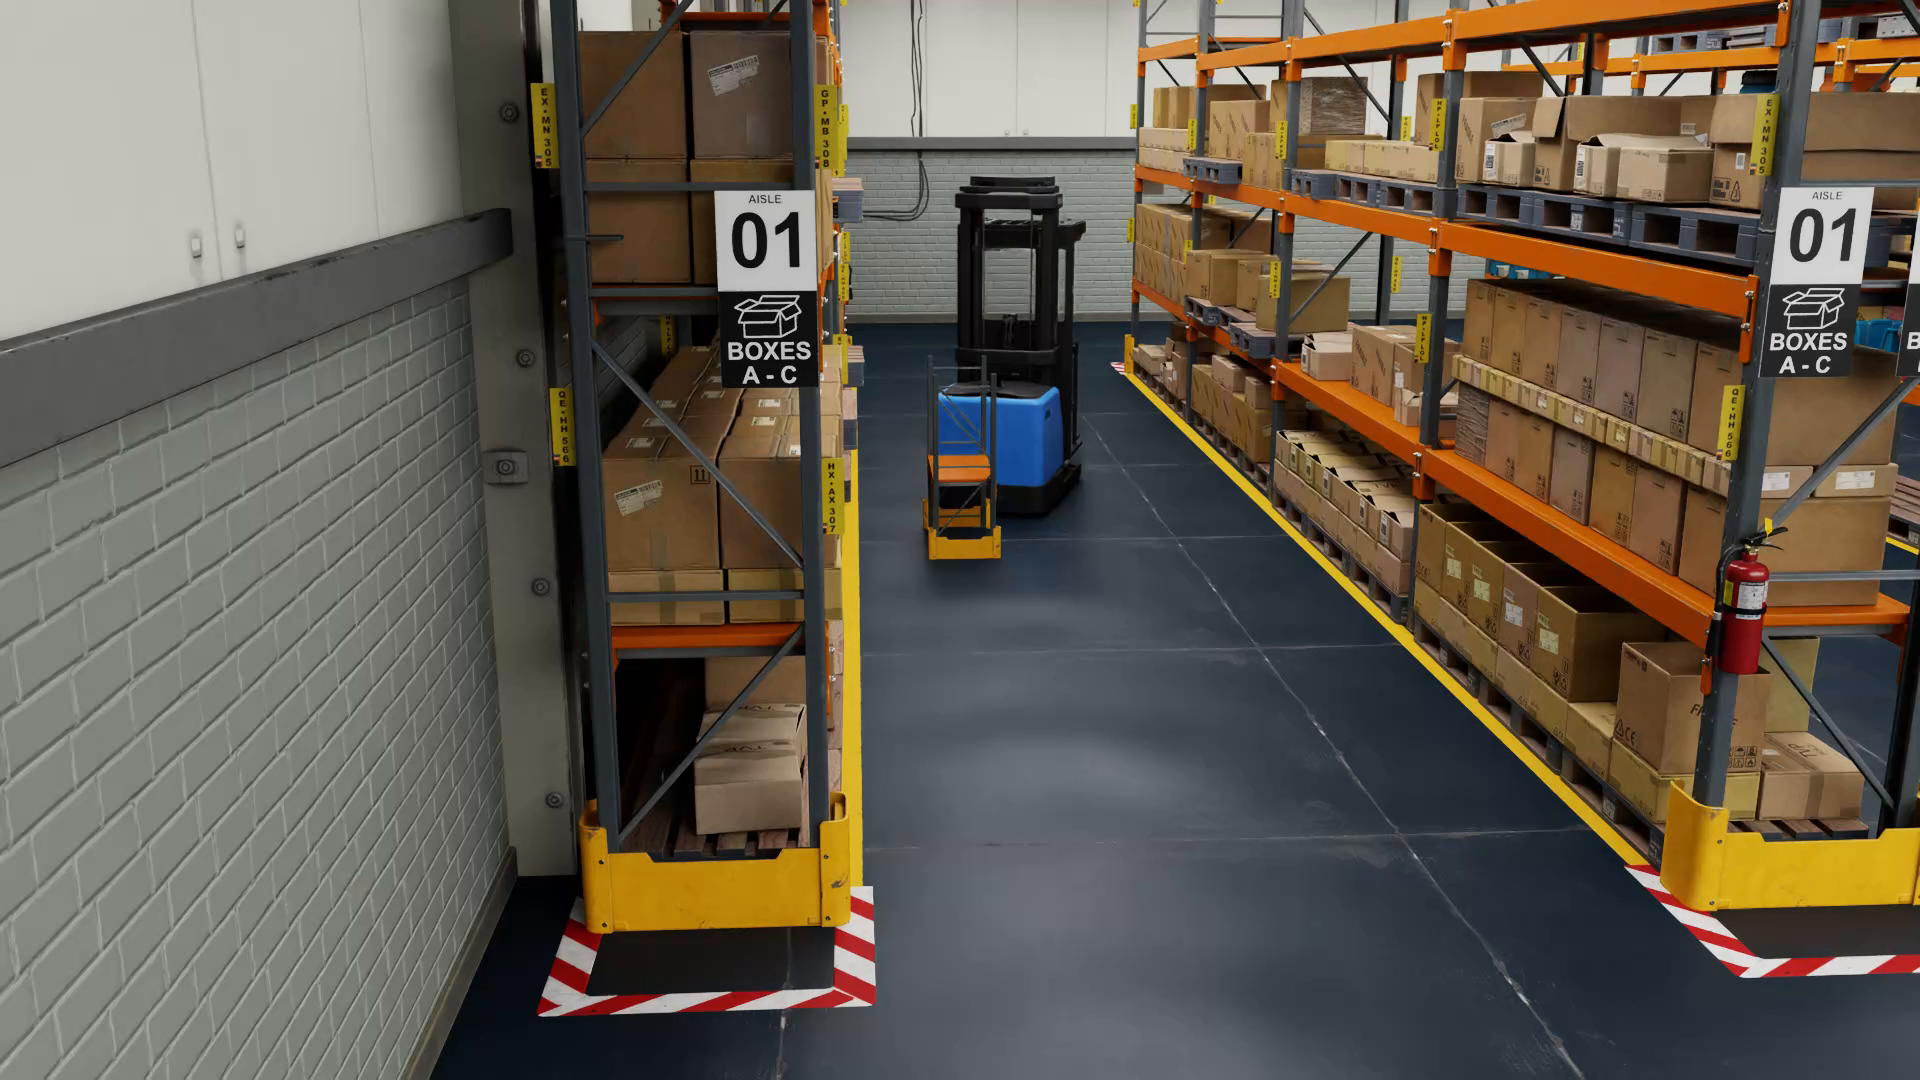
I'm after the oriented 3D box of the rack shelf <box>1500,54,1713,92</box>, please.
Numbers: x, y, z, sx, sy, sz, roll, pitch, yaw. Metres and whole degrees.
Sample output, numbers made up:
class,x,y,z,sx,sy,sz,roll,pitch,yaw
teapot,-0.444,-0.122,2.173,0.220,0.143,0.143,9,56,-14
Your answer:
class,x,y,z,sx,sy,sz,roll,pitch,yaw
rack shelf,7.943,-5.754,20.575,1.077,0.370,4.000,-1,14,-3

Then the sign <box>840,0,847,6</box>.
class,x,y,z,sx,sy,sz,roll,pitch,yaw
sign,-1.526,-7.136,21.667,0.100,0.325,0.005,-1,14,-3

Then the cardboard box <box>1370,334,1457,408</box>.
class,x,y,z,sx,sy,sz,roll,pitch,yaw
cardboard box,3.524,-1.323,12.948,0.500,0.500,0.500,-1,14,-3

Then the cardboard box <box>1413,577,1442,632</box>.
class,x,y,z,sx,sy,sz,roll,pitch,yaw
cardboard box,3.345,0.420,11.048,0.500,0.250,0.500,-1,14,-3

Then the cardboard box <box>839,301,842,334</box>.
class,x,y,z,sx,sy,sz,roll,pitch,yaw
cardboard box,-1.348,-2.072,15.222,0.500,0.500,0.500,0,14,-2

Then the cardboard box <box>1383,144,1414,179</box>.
class,x,y,z,sx,sy,sz,roll,pitch,yaw
cardboard box,3.562,-2.888,12.668,0.500,0.250,0.500,-2,15,-8

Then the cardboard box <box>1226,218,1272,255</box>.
class,x,y,z,sx,sy,sz,roll,pitch,yaw
cardboard box,3.375,-3.472,19.292,0.500,0.500,0.500,-1,14,-2

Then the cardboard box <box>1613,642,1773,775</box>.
class,x,y,z,sx,sy,sz,roll,pitch,yaw
cardboard box,3.537,0.803,8.055,0.500,0.500,0.500,-1,14,-3

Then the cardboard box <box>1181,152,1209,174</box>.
class,x,y,z,sx,sy,sz,roll,pitch,yaw
cardboard box,2.828,-4.314,19.056,0.500,0.250,0.500,-1,14,-3

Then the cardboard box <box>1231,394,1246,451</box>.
class,x,y,z,sx,sy,sz,roll,pitch,yaw
cardboard box,3.047,-1.183,16.737,0.500,0.500,0.500,-1,14,-5

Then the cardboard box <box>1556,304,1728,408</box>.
class,x,y,z,sx,sy,sz,roll,pitch,yaw
cardboard box,3.746,-1.020,9.166,0.700,0.500,0.500,-1,14,-3

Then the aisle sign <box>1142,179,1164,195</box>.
class,x,y,z,sx,sy,sz,roll,pitch,yaw
aisle sign,2.578,-5.084,22.547,0.394,0.787,0.004,-1,14,-3

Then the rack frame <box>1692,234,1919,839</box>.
class,x,y,z,sx,sy,sz,roll,pitch,yaw
rack frame,3.867,0.167,7.357,1.000,3.000,0.127,-1,14,-3

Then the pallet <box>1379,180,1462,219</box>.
class,x,y,z,sx,sy,sz,roll,pitch,yaw
pallet,3.551,-2.407,11.726,0.805,0.209,1.217,-1,15,-6

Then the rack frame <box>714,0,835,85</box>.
class,x,y,z,sx,sy,sz,roll,pitch,yaw
rack frame,-1.573,-4.651,14.042,1.000,3.000,0.127,-1,14,-3

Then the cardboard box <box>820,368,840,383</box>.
class,x,y,z,sx,sy,sz,roll,pitch,yaw
cardboard box,-0.930,-0.688,9.438,0.500,0.500,0.500,-1,14,-5

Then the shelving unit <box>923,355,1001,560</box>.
class,x,y,z,sx,sy,sz,roll,pitch,yaw
shelving unit,0.005,-0.707,13.766,0.587,1.500,1.083,-1,14,-3

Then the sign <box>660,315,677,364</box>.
class,x,y,z,sx,sy,sz,roll,pitch,yaw
sign,-1.879,-1.302,10.742,0.100,0.325,0.005,-1,14,-3

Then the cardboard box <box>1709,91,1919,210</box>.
class,x,y,z,sx,sy,sz,roll,pitch,yaw
cardboard box,3.835,-1.750,7.457,0.797,0.503,0.637,0,14,0

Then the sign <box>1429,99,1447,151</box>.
class,x,y,z,sx,sy,sz,roll,pitch,yaw
sign,3.078,-2.672,10.704,0.100,0.325,0.005,-1,14,-3

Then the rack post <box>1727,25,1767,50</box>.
class,x,y,z,sx,sy,sz,roll,pitch,yaw
rack post,8.320,-5.055,16.616,0.937,0.300,0.954,1,14,3

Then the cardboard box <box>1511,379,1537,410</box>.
class,x,y,z,sx,sy,sz,roll,pitch,yaw
cardboard box,3.507,-0.866,9.872,0.380,0.149,0.250,-1,14,-5

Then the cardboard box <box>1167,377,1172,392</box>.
class,x,y,z,sx,sy,sz,roll,pitch,yaw
cardboard box,2.722,-1.879,20.150,0.380,0.149,0.250,-1,14,-3

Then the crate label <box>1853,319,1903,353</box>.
class,x,y,z,sx,sy,sz,roll,pitch,yaw
crate label,8.107,-1.664,14.403,0.502,0.435,0.616,-1,14,-3

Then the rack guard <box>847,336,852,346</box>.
class,x,y,z,sx,sy,sz,roll,pitch,yaw
rack guard,-2.070,-2.530,22.857,1.175,0.500,0.348,-1,14,-3

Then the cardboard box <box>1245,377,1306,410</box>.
class,x,y,z,sx,sy,sz,roll,pitch,yaw
cardboard box,3.071,-1.431,16.198,0.500,0.250,0.500,0,14,-1

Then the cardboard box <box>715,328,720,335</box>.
class,x,y,z,sx,sy,sz,roll,pitch,yaw
cardboard box,-1.350,-1.278,11.890,0.700,0.500,0.500,1,14,2

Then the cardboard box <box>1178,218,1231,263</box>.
class,x,y,z,sx,sy,sz,roll,pitch,yaw
cardboard box,2.834,-3.472,19.293,0.500,0.500,0.500,-1,14,-3

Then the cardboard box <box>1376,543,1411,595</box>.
class,x,y,z,sx,sy,sz,roll,pitch,yaw
cardboard box,3.304,0.202,11.898,0.500,0.250,0.500,-1,14,-4

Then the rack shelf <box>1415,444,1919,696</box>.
class,x,y,z,sx,sy,sz,roll,pitch,yaw
rack shelf,3.743,0.018,9.380,1.077,0.370,4.000,-1,14,-3

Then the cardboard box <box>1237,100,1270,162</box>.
class,x,y,z,sx,sy,sz,roll,pitch,yaw
cardboard box,3.166,-4.112,16.725,0.600,0.600,0.600,-1,15,-6

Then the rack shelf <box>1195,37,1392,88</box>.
class,x,y,z,sx,sy,sz,roll,pitch,yaw
rack shelf,3.247,-4.683,16.415,1.077,0.370,4.000,-1,14,-3

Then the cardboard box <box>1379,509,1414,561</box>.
class,x,y,z,sx,sy,sz,roll,pitch,yaw
cardboard box,3.308,-0.067,11.819,0.500,0.311,0.500,-1,14,-3

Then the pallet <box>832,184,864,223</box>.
class,x,y,z,sx,sy,sz,roll,pitch,yaw
pallet,-1.257,-2.267,11.176,1.213,0.211,1.003,-1,14,-3

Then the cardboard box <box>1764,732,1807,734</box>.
class,x,y,z,sx,sy,sz,roll,pitch,yaw
cardboard box,4.021,1.034,8.663,0.500,0.250,0.500,-1,14,-3

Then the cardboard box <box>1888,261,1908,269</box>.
class,x,y,z,sx,sy,sz,roll,pitch,yaw
cardboard box,12.590,-3.658,21.927,0.500,0.250,0.500,-1,14,-5

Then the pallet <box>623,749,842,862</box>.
class,x,y,z,sx,sy,sz,roll,pitch,yaw
pallet,-1.097,1.373,8.265,1.003,0.211,1.213,-1,14,-3

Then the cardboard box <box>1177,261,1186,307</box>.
class,x,y,z,sx,sy,sz,roll,pitch,yaw
cardboard box,2.836,-2.986,19.412,0.500,0.500,0.500,-1,14,-3

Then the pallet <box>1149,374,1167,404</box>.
class,x,y,z,sx,sy,sz,roll,pitch,yaw
pallet,3.003,-1.942,21.150,1.003,0.211,1.213,-1,14,-3

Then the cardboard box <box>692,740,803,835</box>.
class,x,y,z,sx,sy,sz,roll,pitch,yaw
cardboard box,-1.030,1.160,8.011,0.500,0.311,0.500,-3,15,-10

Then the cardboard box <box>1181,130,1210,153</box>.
class,x,y,z,sx,sy,sz,roll,pitch,yaw
cardboard box,2.822,-4.556,18.993,0.500,0.250,0.500,-1,14,-3

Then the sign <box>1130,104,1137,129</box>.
class,x,y,z,sx,sy,sz,roll,pitch,yaw
sign,2.334,-5.680,22.308,0.100,0.325,0.005,-1,14,-3

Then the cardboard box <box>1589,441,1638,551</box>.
class,x,y,z,sx,sy,sz,roll,pitch,yaw
cardboard box,3.788,-0.252,8.785,0.700,0.500,0.500,-1,14,-3

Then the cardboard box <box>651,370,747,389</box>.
class,x,y,z,sx,sy,sz,roll,pitch,yaw
cardboard box,-1.451,-0.678,9.397,0.500,0.500,0.500,0,14,-2

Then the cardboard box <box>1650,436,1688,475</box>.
class,x,y,z,sx,sy,sz,roll,pitch,yaw
cardboard box,3.619,-0.416,8.122,0.380,0.149,0.250,-1,14,-4

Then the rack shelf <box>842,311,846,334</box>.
class,x,y,z,sx,sy,sz,roll,pitch,yaw
rack shelf,-1.697,-1.894,16.812,1.077,0.370,4.000,-1,14,-3

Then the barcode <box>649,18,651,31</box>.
class,x,y,z,sx,sy,sz,roll,pitch,yaw
barcode,-1.668,-2.771,8.943,0.001,0.075,0.075,-1,14,-3

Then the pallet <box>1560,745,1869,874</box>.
class,x,y,z,sx,sy,sz,roll,pitch,yaw
pallet,3.778,1.328,8.442,1.003,0.211,1.213,-1,14,-3

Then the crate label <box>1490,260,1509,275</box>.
class,x,y,z,sx,sy,sz,roll,pitch,yaw
crate label,7.506,-3.769,22.872,0.416,0.233,0.303,-1,14,-3

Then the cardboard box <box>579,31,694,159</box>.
class,x,y,z,sx,sy,sz,roll,pitch,yaw
cardboard box,-1.365,-1.854,6.944,0.500,0.500,0.500,0,14,-1

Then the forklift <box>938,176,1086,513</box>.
class,x,y,z,sx,sy,sz,roll,pitch,yaw
forklift,0.573,-1.975,15.820,1.130,2.935,3.031,3,15,13

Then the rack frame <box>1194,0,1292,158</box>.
class,x,y,z,sx,sy,sz,roll,pitch,yaw
rack frame,3.123,-5.723,18.209,1.000,3.000,0.127,-1,14,-3
